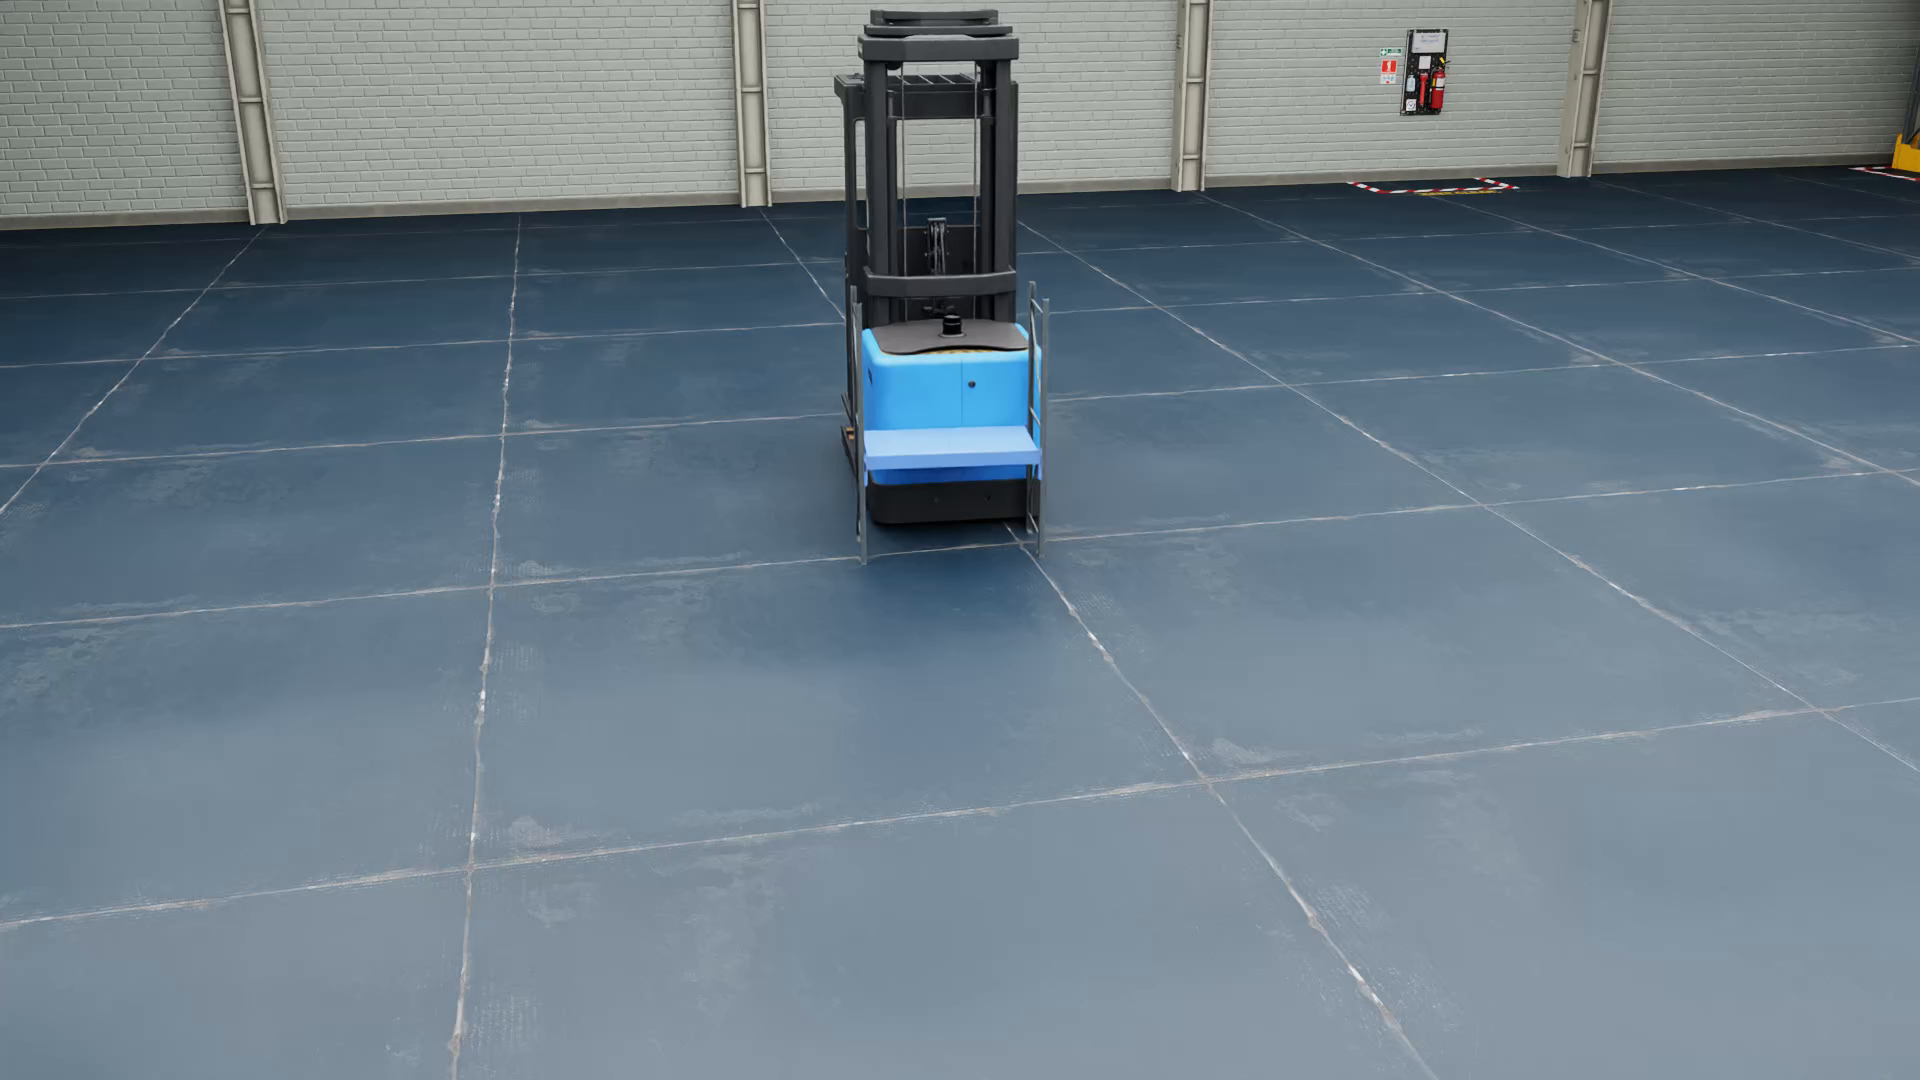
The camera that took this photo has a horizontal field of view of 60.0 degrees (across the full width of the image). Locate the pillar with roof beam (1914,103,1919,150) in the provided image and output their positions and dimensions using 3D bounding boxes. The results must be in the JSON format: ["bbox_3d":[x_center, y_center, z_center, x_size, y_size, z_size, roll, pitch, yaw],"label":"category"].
[{"bbox_3d":[15.826,-8.604,20.219,0.400,9.000,9.100,-5,21,-12],"label":"pillar with roof beam"}]

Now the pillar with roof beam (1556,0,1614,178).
[{"bbox_3d":[9.987,-8.129,18.923,0.400,9.000,9.100,-5,21,-12],"label":"pillar with roof beam"}]

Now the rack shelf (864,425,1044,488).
[{"bbox_3d":[-0.061,-0.481,9.471,1.000,0.185,0.538,-2,20,-6],"label":"rack shelf"}]

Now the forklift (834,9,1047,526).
[{"bbox_3d":[-0.213,-1.929,10.821,1.130,2.935,3.031,-3,20,-8],"label":"forklift"}]

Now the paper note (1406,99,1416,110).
[{"bbox_3d":[6.395,-6.165,23.565,0.142,0.148,0.016,-5,21,-12],"label":"paper note"}]

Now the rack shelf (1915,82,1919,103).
[{"bbox_3d":[16.300,-6.703,24.799,4.000,0.370,1.077,-5,21,-12],"label":"rack shelf"}]

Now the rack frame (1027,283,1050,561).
[{"bbox_3d":[0.444,-0.671,9.465,0.032,1.500,0.500,-2,20,-6],"label":"rack frame"}]

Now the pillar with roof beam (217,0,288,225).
[{"bbox_3d":[-7.530,-6.704,15.033,0.400,9.000,9.100,-5,21,-12],"label":"pillar with roof beam"}]

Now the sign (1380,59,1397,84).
[{"bbox_3d":[6.021,-6.578,23.358,0.234,0.329,0.001,-5,21,-12],"label":"sign"}]

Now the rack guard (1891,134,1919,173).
[{"bbox_3d":[14.428,-5.715,24.689,0.348,0.500,1.175,-5,21,-12],"label":"rack guard"}]

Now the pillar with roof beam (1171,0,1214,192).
[{"bbox_3d":[4.148,-7.654,17.626,0.400,9.000,9.100,-5,21,-12],"label":"pillar with roof beam"}]

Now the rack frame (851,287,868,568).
[{"bbox_3d":[-0.566,-0.630,9.353,0.032,1.500,0.500,-2,20,-6],"label":"rack frame"}]

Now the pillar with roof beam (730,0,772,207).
[{"bbox_3d":[-1.691,-7.179,16.330,0.400,9.000,9.100,-5,21,-12],"label":"pillar with roof beam"}]

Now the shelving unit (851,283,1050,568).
[{"bbox_3d":[-0.061,-0.650,9.409,1.048,1.500,0.538,-2,20,-6],"label":"shelving unit"}]

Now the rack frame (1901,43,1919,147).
[{"bbox_3d":[14.354,-6.883,24.243,0.127,3.000,1.000,-5,21,-12],"label":"rack frame"}]

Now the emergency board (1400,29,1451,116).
[{"bbox_3d":[6.583,-6.570,23.389,0.643,1.169,0.194,-5,21,-12],"label":"emergency board"}]

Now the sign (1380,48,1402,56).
[{"bbox_3d":[6.028,-6.824,23.259,0.331,0.109,0.001,-5,21,-12],"label":"sign"}]
